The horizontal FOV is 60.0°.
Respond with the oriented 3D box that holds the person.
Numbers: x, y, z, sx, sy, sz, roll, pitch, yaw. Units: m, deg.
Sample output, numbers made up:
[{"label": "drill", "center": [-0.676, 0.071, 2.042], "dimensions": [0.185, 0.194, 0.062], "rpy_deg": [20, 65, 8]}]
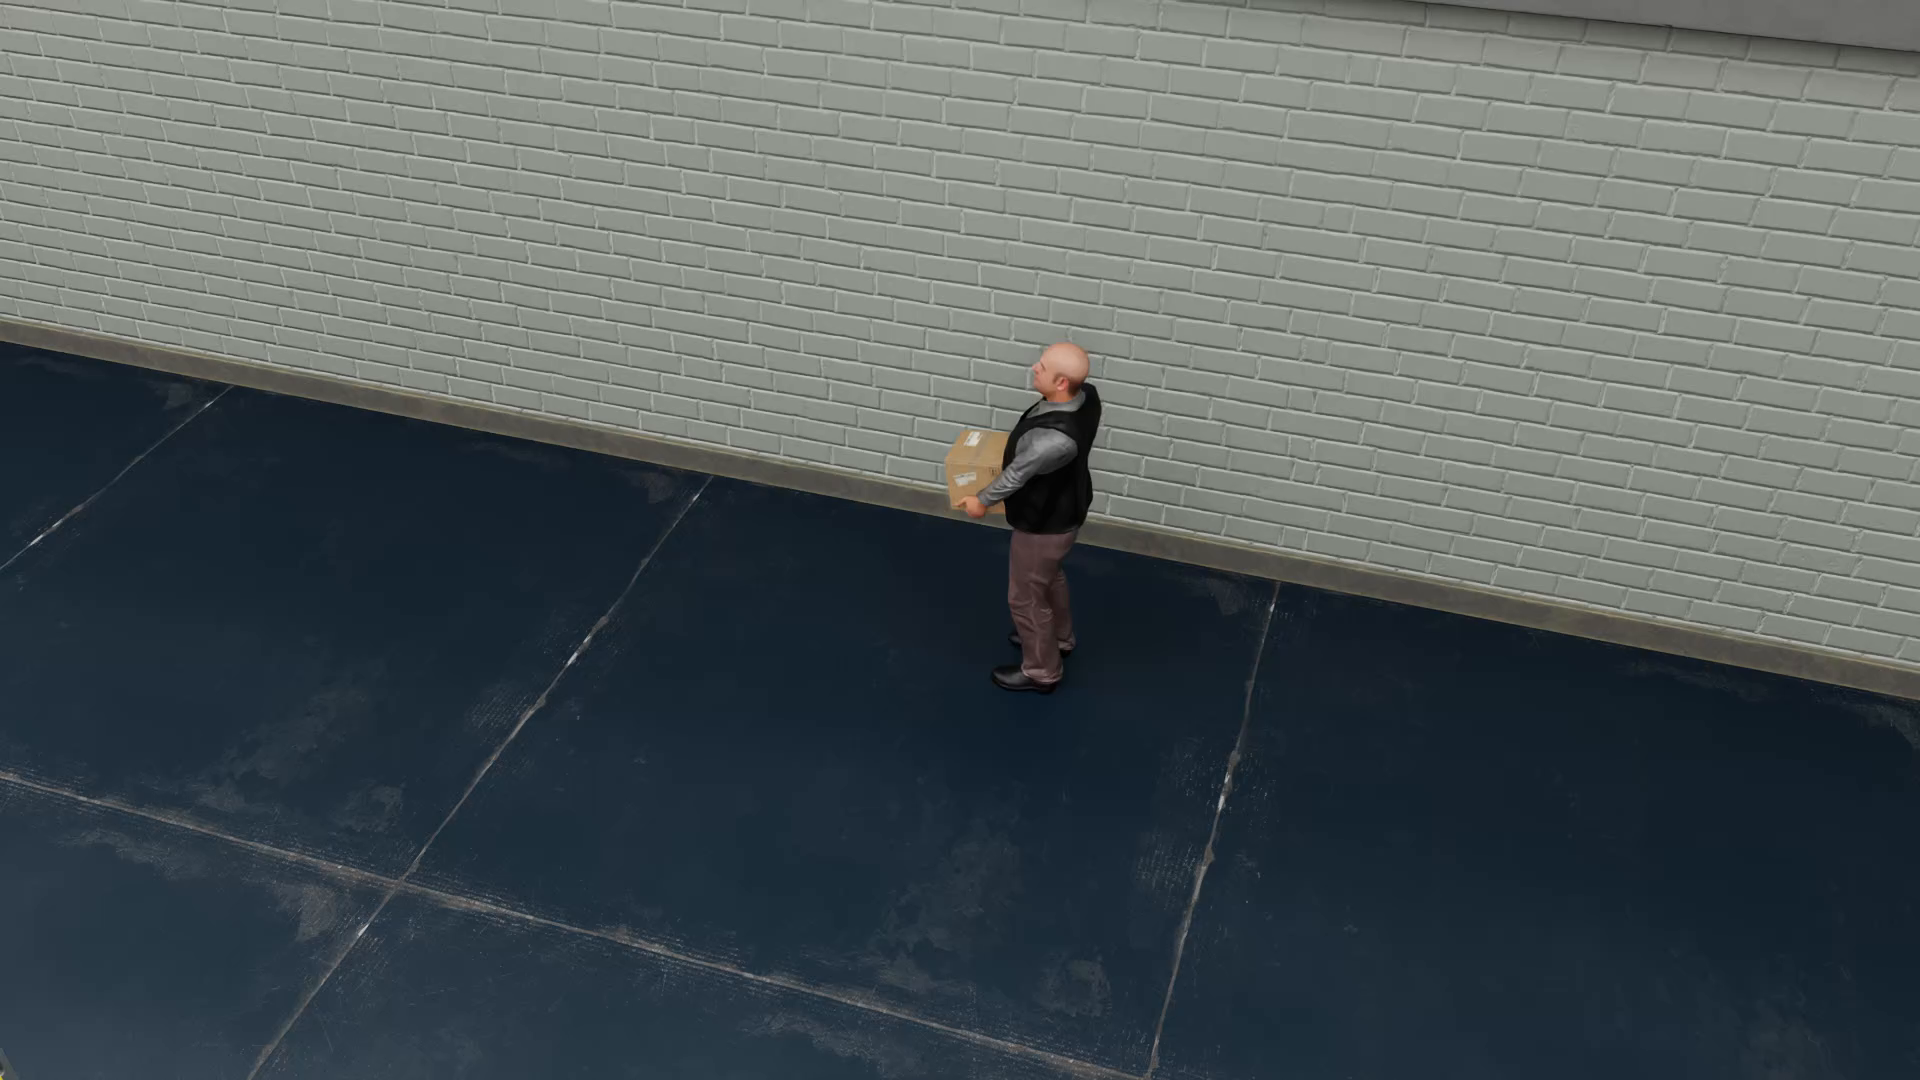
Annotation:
[{"label": "person", "center": [0.277, -0.111, 7.068], "dimensions": [0.550, 1.711, 0.494], "rpy_deg": [11, 38, 15]}]
